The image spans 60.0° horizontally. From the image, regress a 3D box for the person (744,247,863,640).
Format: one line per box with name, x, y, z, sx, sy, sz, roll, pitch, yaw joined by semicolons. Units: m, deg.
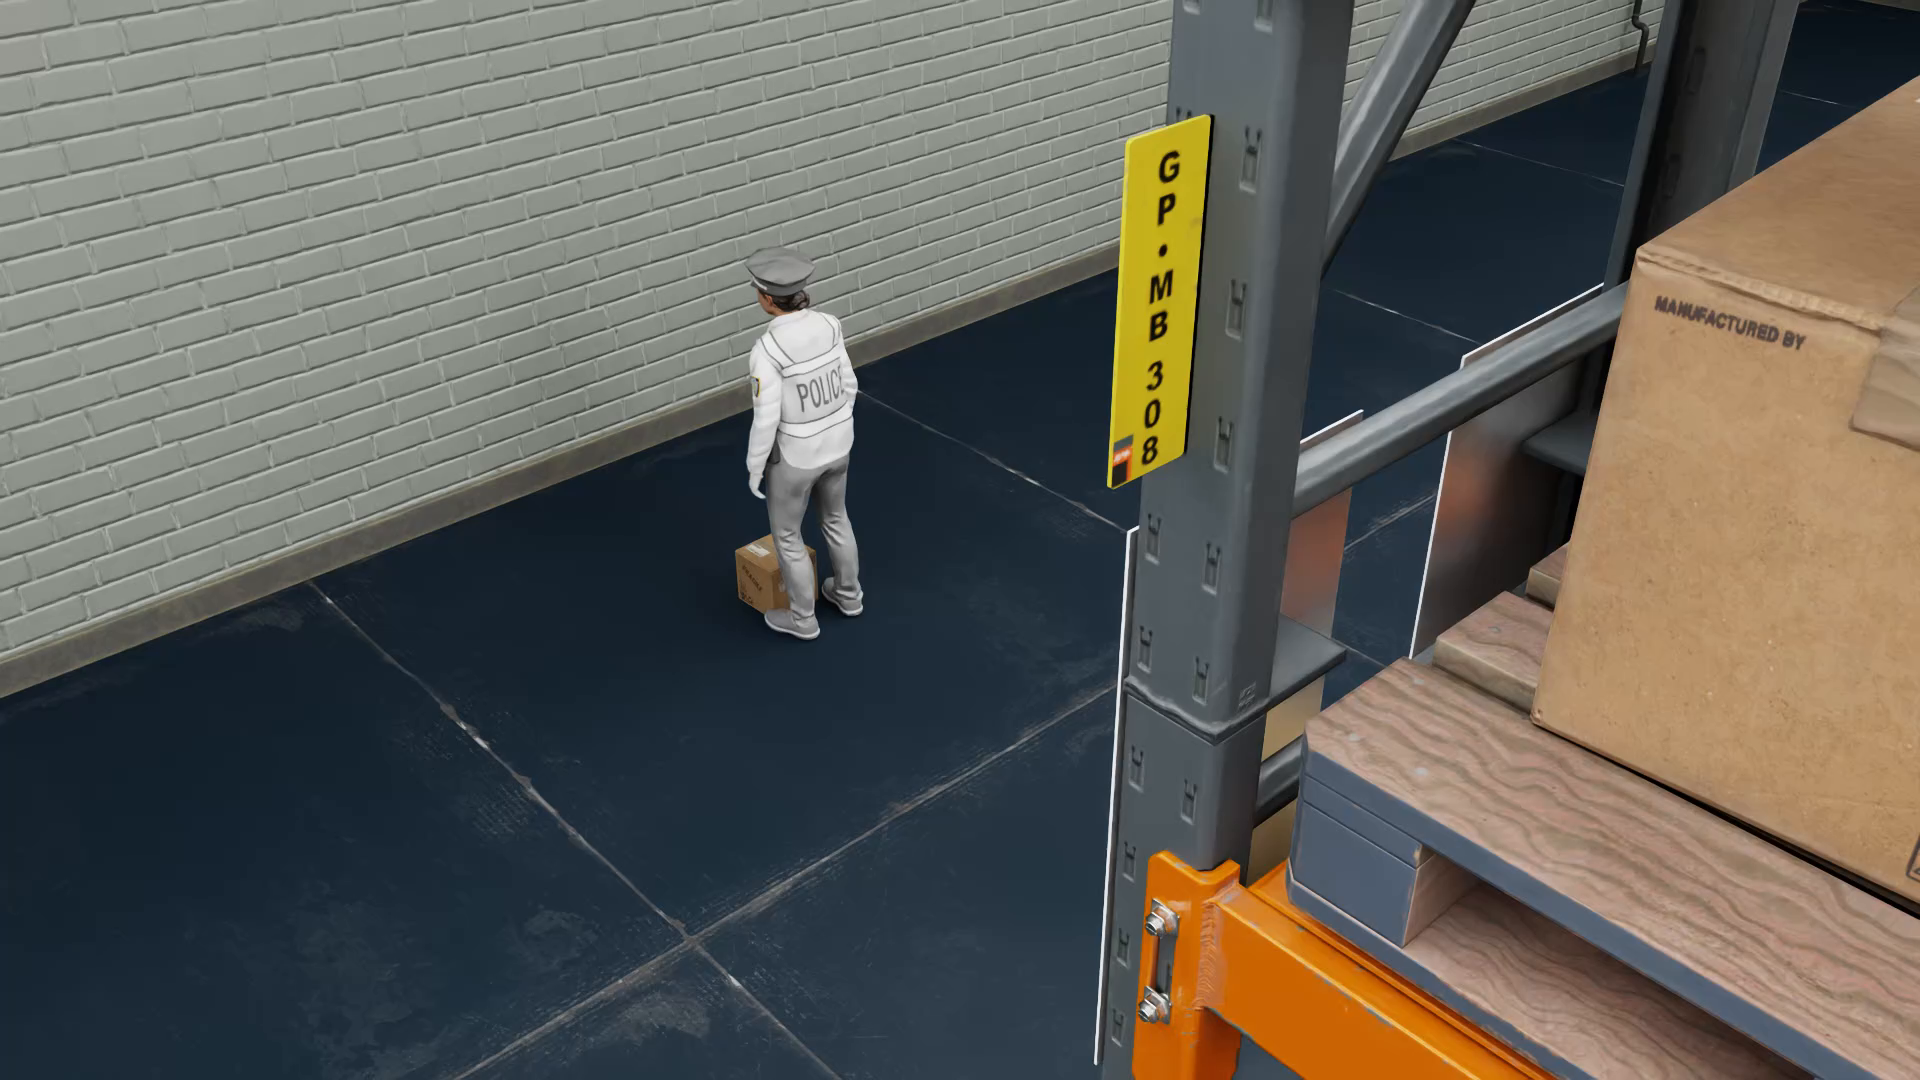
person;-0.632;-0.355;6.700;0.371;1.666;0.547;27;41;36
